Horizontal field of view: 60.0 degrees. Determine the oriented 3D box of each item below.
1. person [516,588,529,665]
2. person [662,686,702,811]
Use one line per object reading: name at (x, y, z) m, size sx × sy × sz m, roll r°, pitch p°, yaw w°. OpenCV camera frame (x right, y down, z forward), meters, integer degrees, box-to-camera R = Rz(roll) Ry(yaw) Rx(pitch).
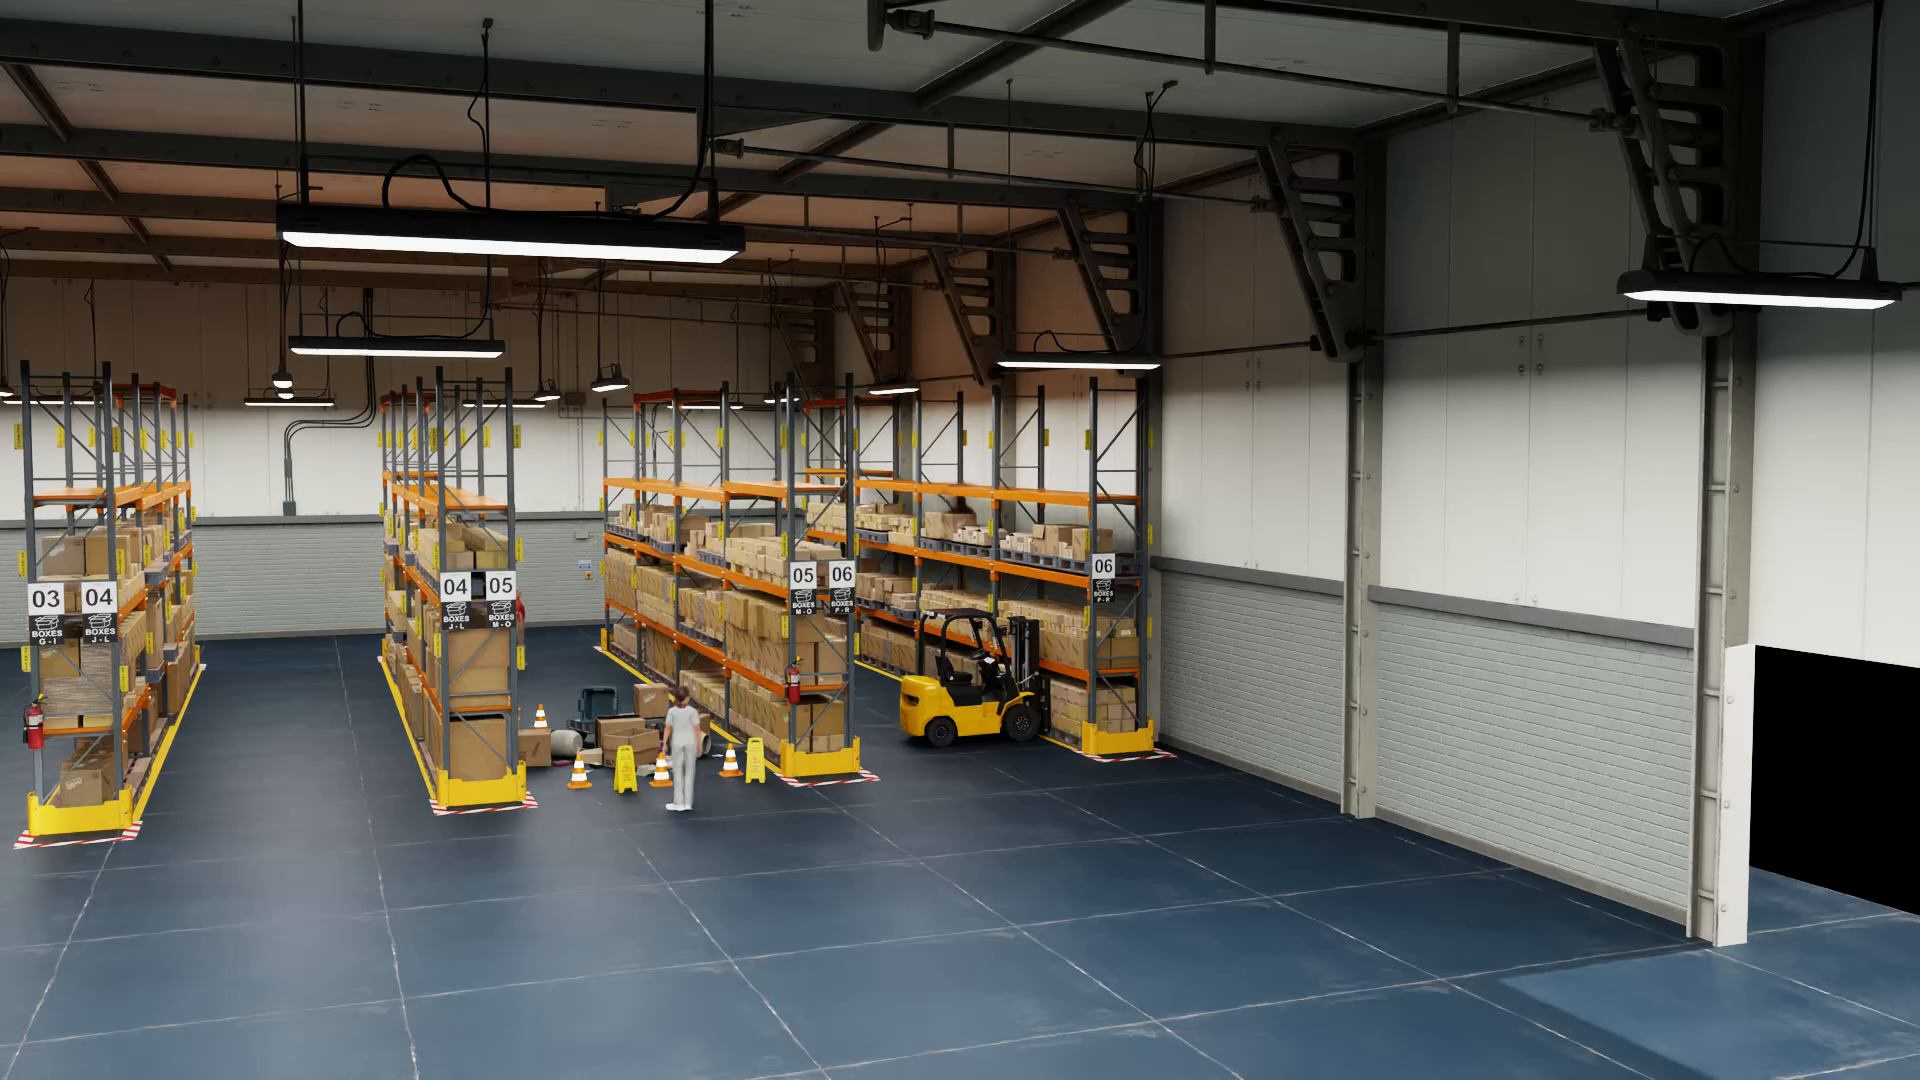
person at (-9.799, 1.916, 36.803) m, size 0.594 × 1.726 × 0.415 m, roll 3°, pitch 5°, yaw 43°
person at (-3.758, 2.823, 22.461) m, size 0.532 × 1.698 × 0.399 m, roll 0°, pitch 3°, yaw -5°
